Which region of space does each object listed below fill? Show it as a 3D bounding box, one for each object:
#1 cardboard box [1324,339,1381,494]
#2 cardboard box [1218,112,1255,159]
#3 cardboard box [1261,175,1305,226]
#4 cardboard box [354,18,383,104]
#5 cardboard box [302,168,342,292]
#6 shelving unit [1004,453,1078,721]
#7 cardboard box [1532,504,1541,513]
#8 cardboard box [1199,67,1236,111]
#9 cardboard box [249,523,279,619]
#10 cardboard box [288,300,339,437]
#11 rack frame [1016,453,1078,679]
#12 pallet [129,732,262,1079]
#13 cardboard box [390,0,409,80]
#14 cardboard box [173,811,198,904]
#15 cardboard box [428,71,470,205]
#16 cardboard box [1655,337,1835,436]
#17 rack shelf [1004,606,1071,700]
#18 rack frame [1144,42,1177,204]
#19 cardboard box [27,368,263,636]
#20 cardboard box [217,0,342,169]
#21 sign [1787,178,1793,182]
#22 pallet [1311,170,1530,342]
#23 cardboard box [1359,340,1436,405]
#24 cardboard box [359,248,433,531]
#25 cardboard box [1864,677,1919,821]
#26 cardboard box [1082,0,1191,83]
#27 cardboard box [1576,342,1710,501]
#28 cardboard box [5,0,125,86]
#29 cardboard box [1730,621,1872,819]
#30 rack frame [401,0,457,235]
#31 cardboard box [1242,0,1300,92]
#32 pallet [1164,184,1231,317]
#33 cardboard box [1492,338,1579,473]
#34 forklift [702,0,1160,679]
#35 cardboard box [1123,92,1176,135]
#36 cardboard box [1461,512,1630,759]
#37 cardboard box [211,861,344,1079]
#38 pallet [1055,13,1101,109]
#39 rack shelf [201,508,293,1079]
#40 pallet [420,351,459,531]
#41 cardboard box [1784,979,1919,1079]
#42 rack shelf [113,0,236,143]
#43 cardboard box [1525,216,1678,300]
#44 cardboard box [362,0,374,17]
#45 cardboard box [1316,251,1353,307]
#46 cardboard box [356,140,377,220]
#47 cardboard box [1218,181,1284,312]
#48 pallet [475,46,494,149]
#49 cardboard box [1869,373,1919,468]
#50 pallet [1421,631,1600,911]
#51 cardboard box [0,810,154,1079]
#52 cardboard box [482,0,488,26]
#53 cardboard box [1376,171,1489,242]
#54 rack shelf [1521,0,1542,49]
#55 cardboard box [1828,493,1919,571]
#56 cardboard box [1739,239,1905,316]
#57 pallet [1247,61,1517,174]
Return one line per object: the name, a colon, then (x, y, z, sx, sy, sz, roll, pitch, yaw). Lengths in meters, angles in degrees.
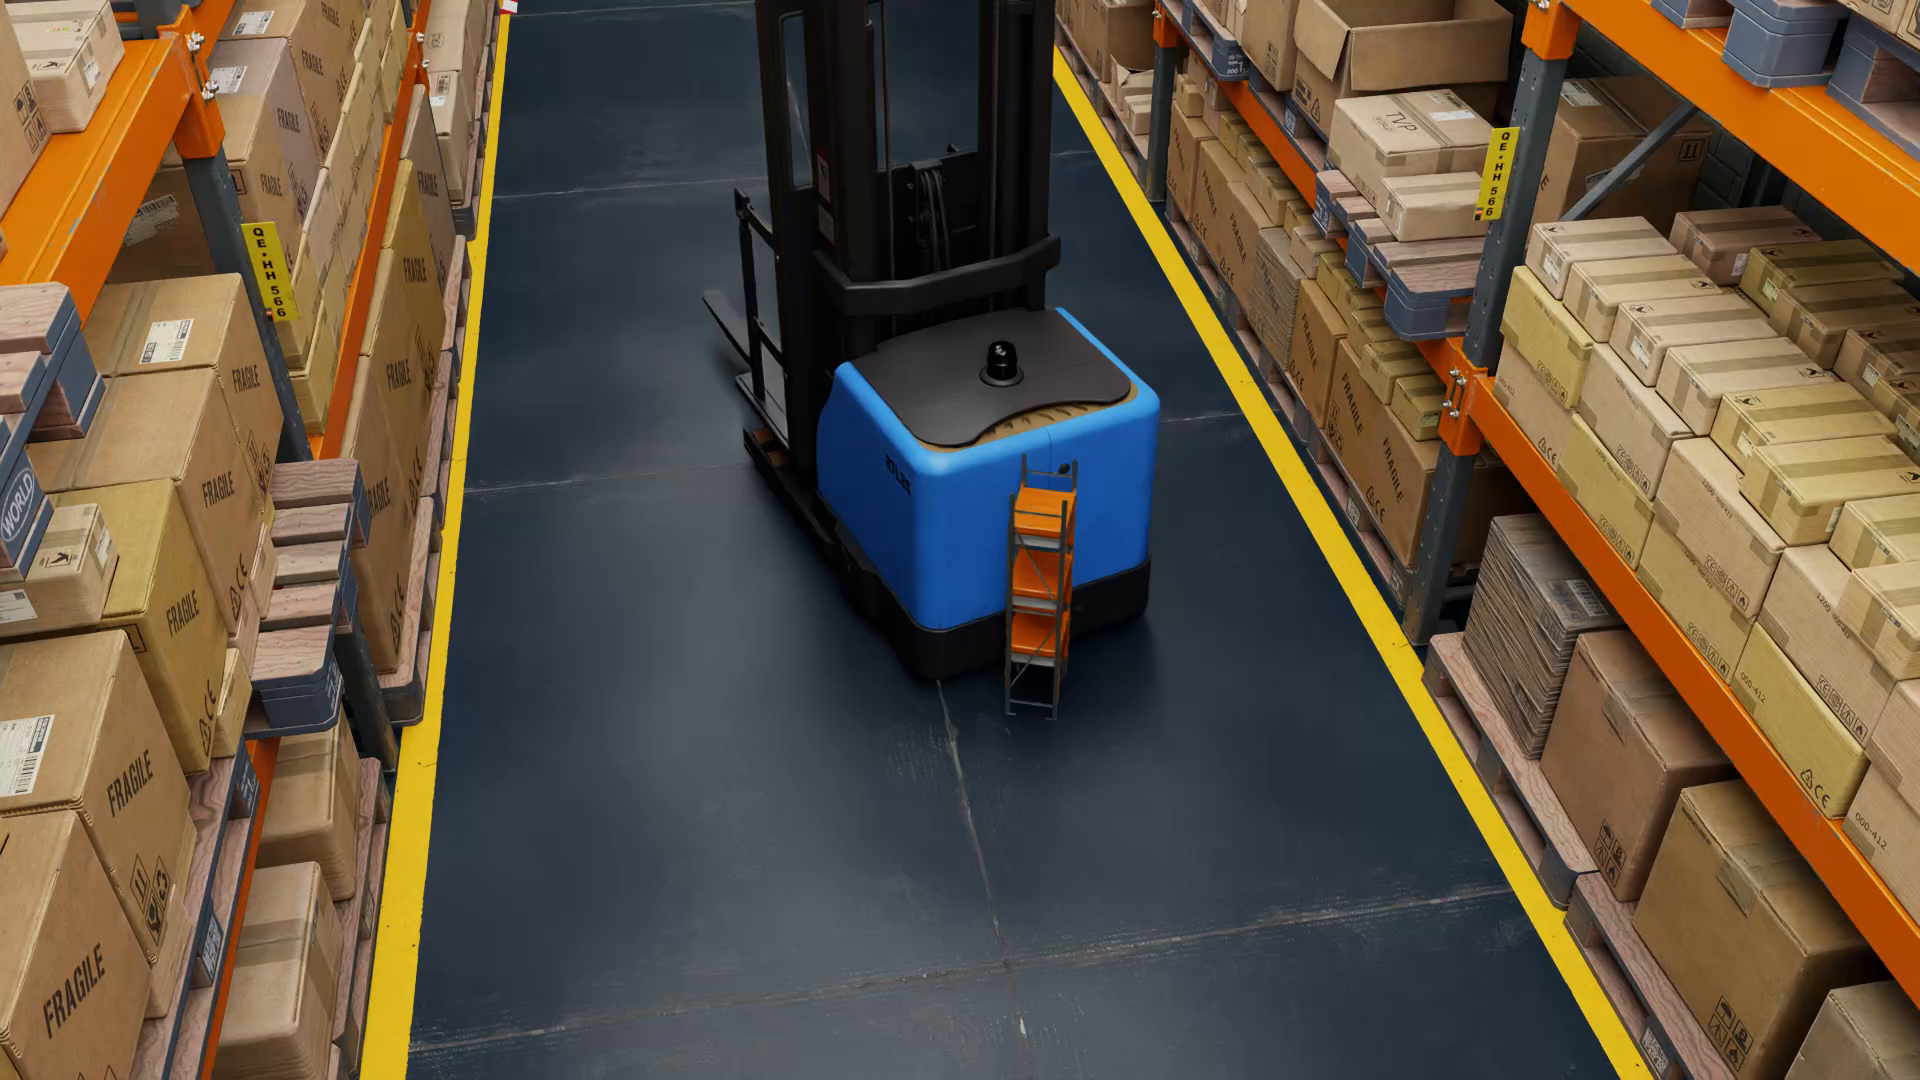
cardboard box: (1.938, -0.555, 7.215, 0.500, 0.500, 0.500, -7, 38, -9)
cardboard box: (1.582, -2.134, 8.718, 0.380, 0.149, 0.250, -8, 39, -10)
cardboard box: (1.691, -1.664, 8.114, 0.380, 0.149, 0.250, -5, 38, -6)
cardboard box: (-2.778, -2.005, 7.101, 0.500, 0.250, 0.500, -5, 38, -7)
cardboard box: (-2.520, -1.088, 5.920, 0.500, 0.250, 0.500, -5, 38, -7)
shelving unit: (0.296, 0.192, 6.146, 0.215, 1.050, 0.252, 7, 39, 9)
cardboard box: (2.503, -0.304, 6.892, 0.500, 0.500, 0.500, -5, 38, -6)
cardboard box: (1.494, -2.412, 8.834, 0.380, 0.149, 0.250, -8, 39, -10)
cardboard box: (-2.089, 0.103, 4.535, 0.380, 0.149, 0.250, -7, 38, -8)
cardboard box: (-2.423, -0.568, 5.659, 0.500, 0.250, 0.500, -7, 38, -9)
rack frame: (0.320, 0.119, 6.240, 0.200, 1.050, 0.008, 7, 39, 9)
pallet: (-2.198, 0.962, 3.723, 1.003, 0.211, 1.213, -6, 38, -8)
cardboard box: (-2.959, -2.418, 8.039, 0.500, 0.250, 0.500, -7, 38, -9)
cardboard box: (-1.946, 0.729, 3.729, 0.380, 0.149, 0.250, -7, 38, -9)
cardboard box: (-3.291, -2.265, 9.467, 0.875, 0.438, 0.875, -7, 38, -9)
cardboard box: (2.244, -0.442, 4.764, 0.380, 0.149, 0.250, -6, 38, -7)
rack shelf: (0.296, 0.420, 6.324, 0.215, 0.259, 0.240, 7, 39, 9)
rack frame: (1.600, -3.257, 8.997, 1.000, 3.000, 0.127, -6, 38, -8)
cardboard box: (-2.130, -0.072, 4.231, 0.500, 0.500, 0.500, -7, 38, -9)
cardboard box: (-2.603, -1.676, 6.066, 0.500, 0.500, 0.500, -5, 38, -7)
sign: (2.847, -1.360, 5.611, 0.100, 0.325, 0.005, -6, 38, -8)
pallet: (2.113, -1.167, 6.463, 1.213, 0.211, 1.003, -6, 38, -8)
cardboard box: (1.887, -0.708, 6.883, 0.380, 0.149, 0.250, -8, 39, -10)
cardboard box: (-2.777, -0.597, 6.963, 0.875, 0.875, 0.875, -6, 38, -7)
cardboard box: (2.483, 0.549, 3.814, 0.500, 0.250, 0.500, -6, 38, -7)
cardboard box: (1.206, -3.324, 10.779, 0.700, 0.500, 0.500, -8, 38, -10)
cardboard box: (2.225, -0.382, 5.012, 0.500, 0.250, 0.500, -5, 38, -7)
cardboard box: (-2.323, -1.222, 4.138, 0.380, 0.149, 0.250, -6, 38, -8)
cardboard box: (2.408, 0.441, 4.360, 0.500, 0.250, 0.500, -5, 38, -6)
rack frame: (-3.286, -2.721, 8.307, 1.000, 3.000, 0.127, -6, 38, -8)
cardboard box: (1.693, -2.359, 7.418, 0.700, 0.500, 0.500, -6, 38, -8)
pallet: (1.780, -1.668, 9.226, 1.003, 0.211, 1.213, -6, 38, -8)
cardboard box: (2.138, -0.487, 5.554, 0.500, 0.250, 0.500, -6, 38, -8)
forklift: (-0.344, -1.515, 6.811, 1.130, 2.935, 3.031, -17, 41, -21)
cardboard box: (1.213, -2.602, 10.135, 0.380, 0.149, 0.250, -7, 38, -9)
cardboard box: (2.397, 0.309, 6.000, 0.875, 0.625, 0.625, -5, 38, -7)
cardboard box: (-2.358, 1.354, 4.861, 0.950, 0.372, 0.625, -7, 38, -9)
pallet: (1.263, -3.309, 11.337, 1.003, 0.211, 1.213, -6, 38, -8)
rack shelf: (-2.234, 1.187, 3.863, 1.077, 0.370, 4.000, -6, 38, -8)
pallet: (-2.859, -0.423, 7.623, 1.003, 0.211, 1.213, -6, 38, -8)
cardboard box: (2.771, 1.564, 4.386, 0.875, 0.625, 0.625, -7, 38, -8)
rack shelf: (-2.936, -2.413, 6.053, 1.077, 0.370, 4.000, -6, 38, -8)
cardboard box: (2.067, -0.912, 5.369, 0.380, 0.149, 0.250, -5, 38, -7)
cardboard box: (-2.863, -2.600, 7.256, 0.500, 0.500, 0.500, -6, 38, -7)
cardboard box: (1.838, -1.187, 7.499, 0.380, 0.149, 0.250, -7, 38, -9)
cardboard box: (-2.707, -1.492, 6.847, 0.500, 0.250, 0.500, -6, 38, -8)
cardboard box: (1.649, -1.497, 8.427, 0.500, 0.500, 0.500, -7, 38, -9)
pallet: (-3.560, -2.826, 10.715, 1.003, 0.211, 1.213, -6, 38, -8)
cardboard box: (2.780, -0.346, 4.640, 0.380, 0.149, 0.250, -6, 38, -8)
pallet: (2.407, 0.762, 6.097, 1.003, 0.211, 1.213, -6, 38, -8)
cardboard box: (-1.845, 0.872, 3.016, 0.500, 0.500, 0.500, -6, 38, -8)
cardboard box: (-3.773, -3.903, 11.575, 0.875, 0.438, 0.875, -7, 38, -9)
cardboard box: (1.808, -1.263, 6.293, 0.380, 0.149, 0.250, -6, 38, -7)
rack shelf: (1.951, -2.949, 6.743, 1.077, 0.370, 4.000, -6, 38, -8)
cardboard box: (2.444, 0.013, 4.178, 0.380, 0.149, 0.250, -6, 38, -8)
cardboard box: (2.713, -0.816, 5.245, 0.380, 0.149, 0.250, -5, 38, -7)
pallet: (1.956, -1.939, 7.457, 1.003, 0.211, 1.213, -6, 38, -8)
